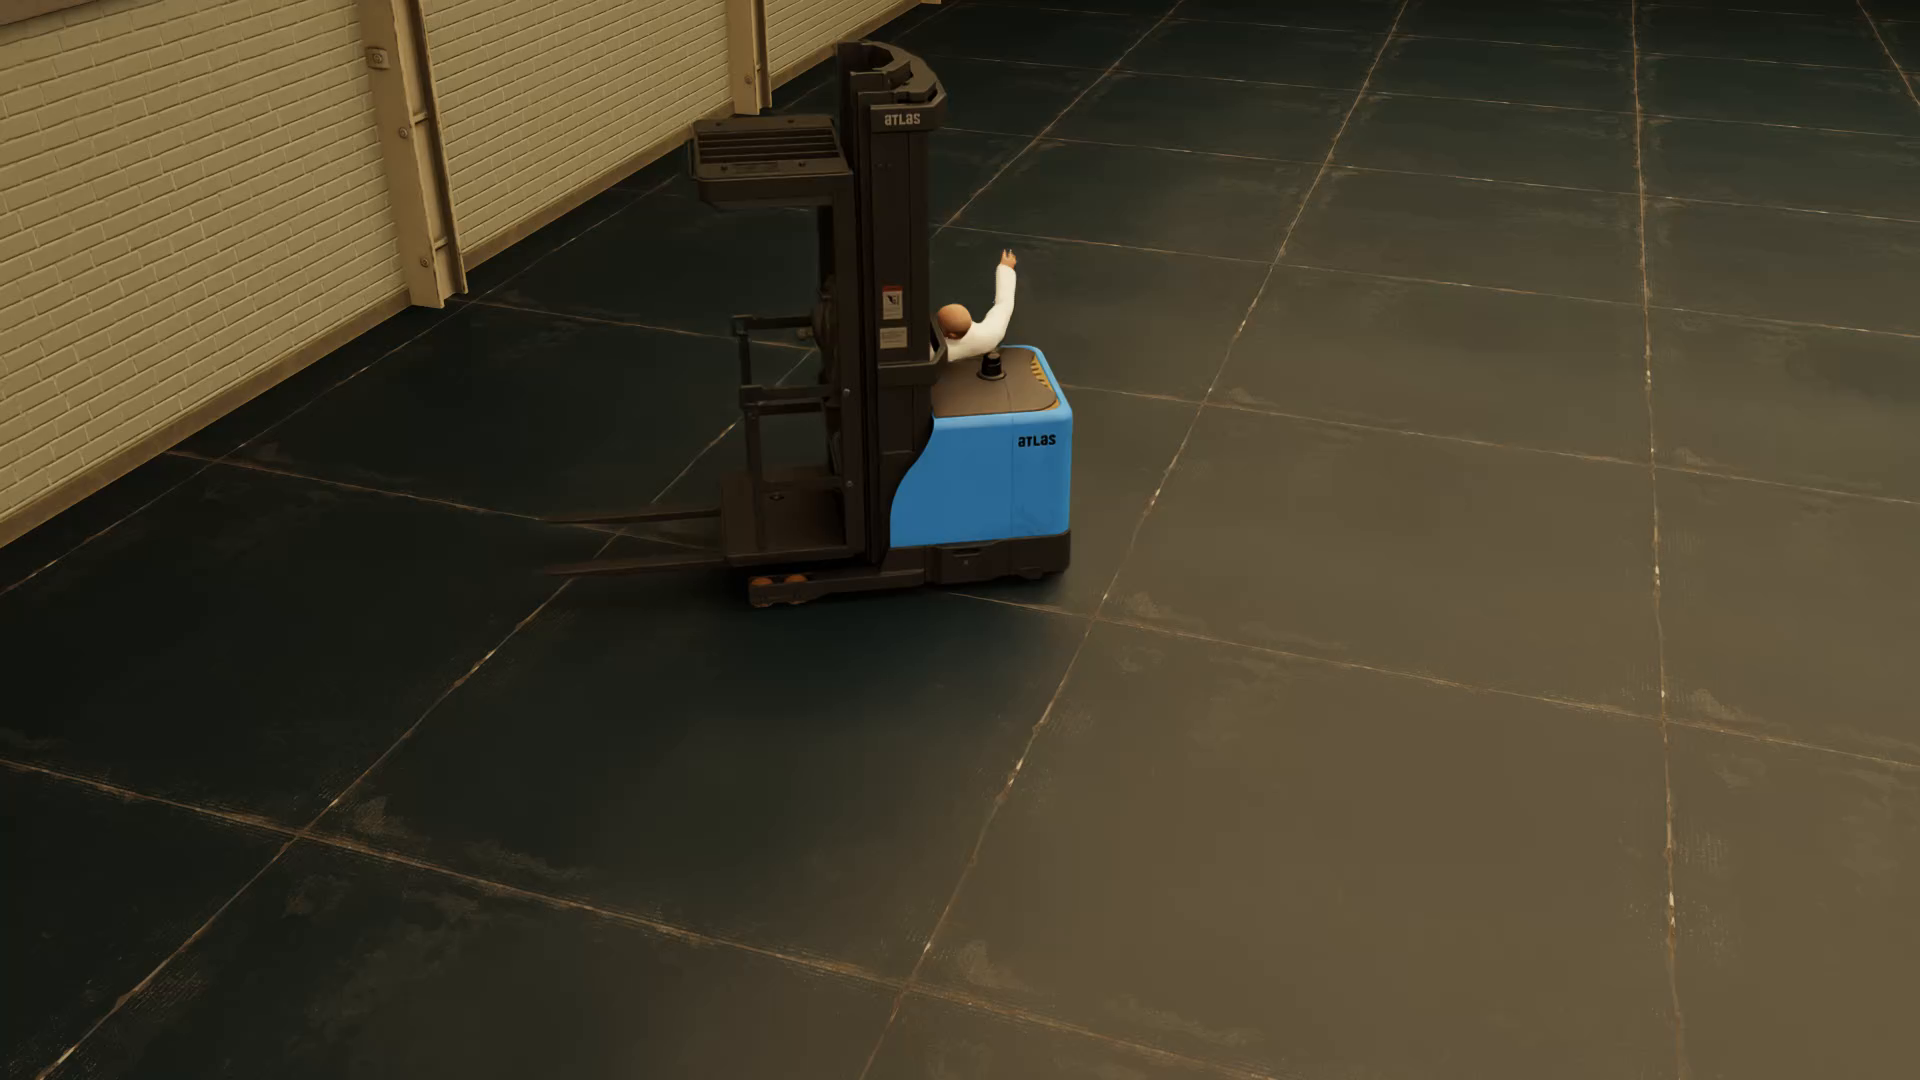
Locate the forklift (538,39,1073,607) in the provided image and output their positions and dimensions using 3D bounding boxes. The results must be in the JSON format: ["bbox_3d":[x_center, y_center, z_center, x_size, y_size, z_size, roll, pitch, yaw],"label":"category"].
[{"bbox_3d":[-0.922,-1.173,9.194,3.031,2.935,1.130,-5,30,-8],"label":"forklift"}]

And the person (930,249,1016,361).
[{"bbox_3d":[0.016,-0.997,10.122,1.094,1.694,0.730,-19,35,-30],"label":"person"}]
